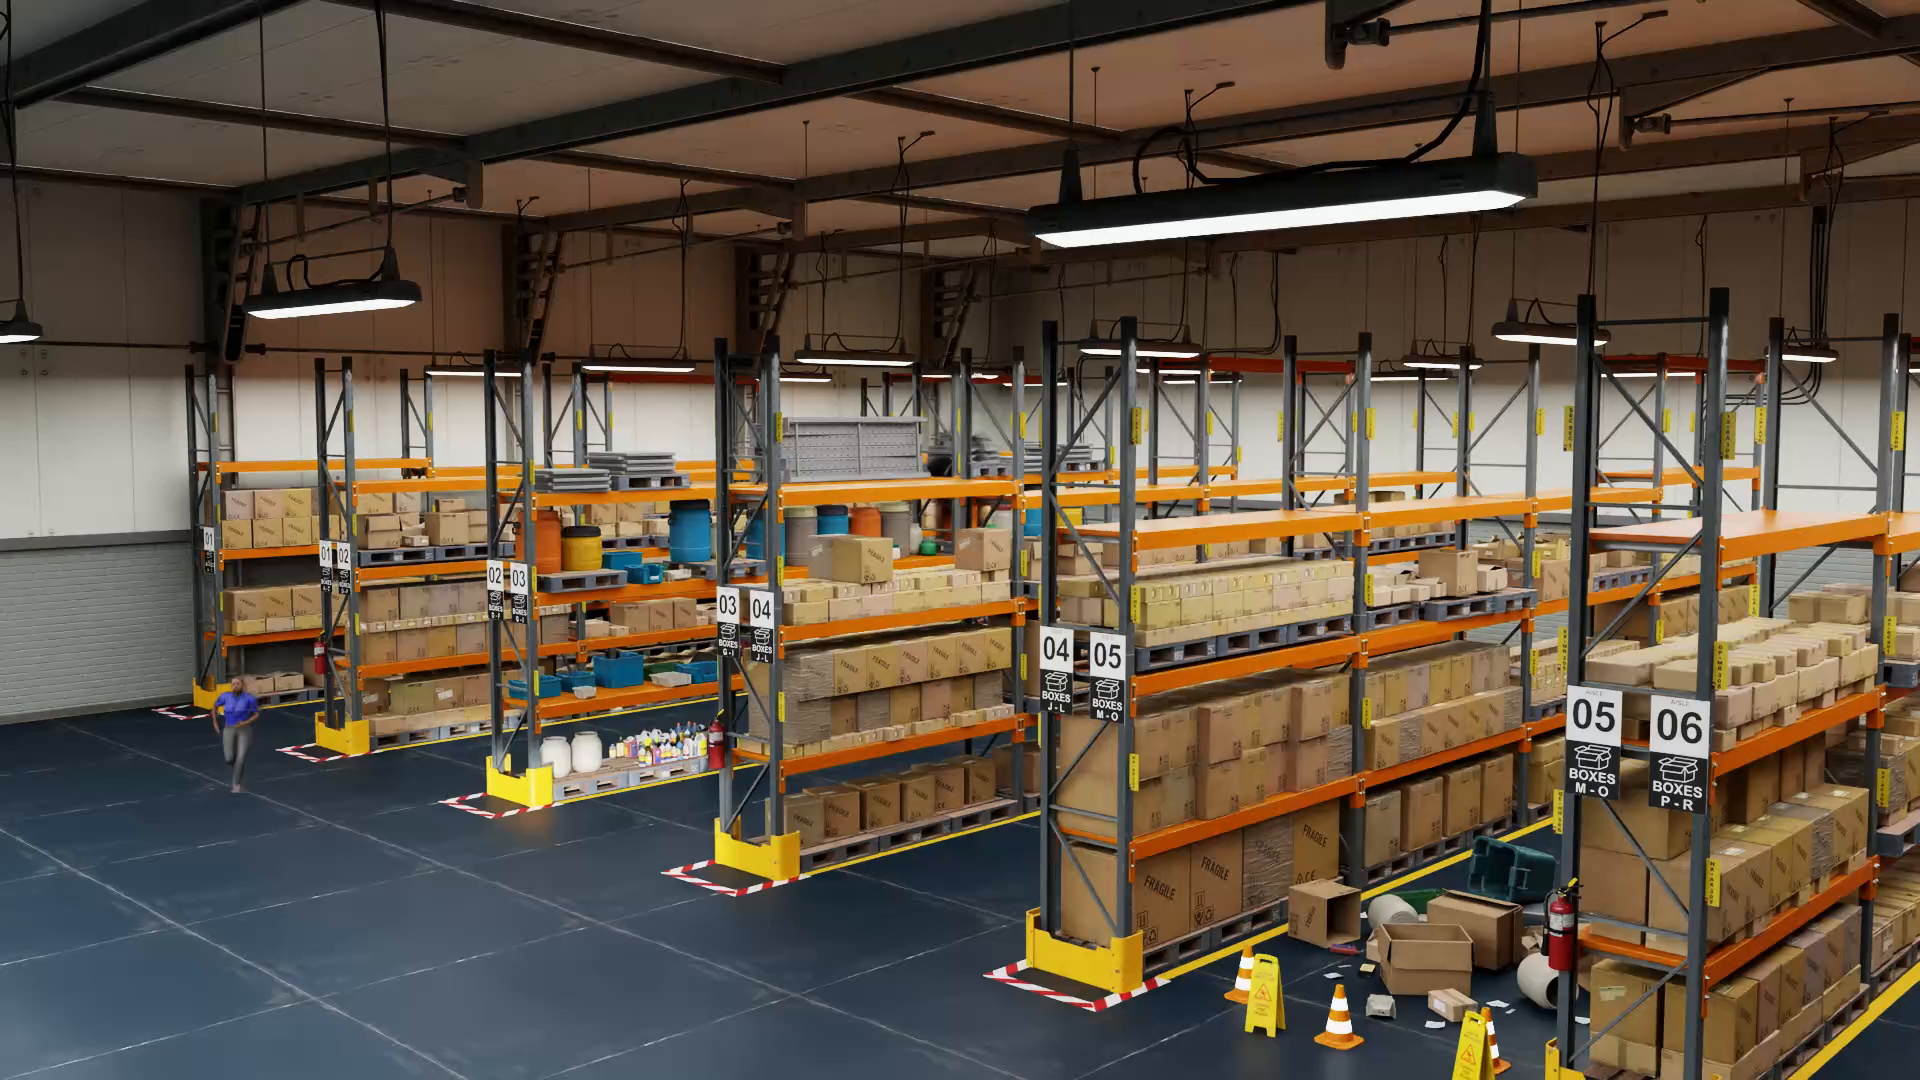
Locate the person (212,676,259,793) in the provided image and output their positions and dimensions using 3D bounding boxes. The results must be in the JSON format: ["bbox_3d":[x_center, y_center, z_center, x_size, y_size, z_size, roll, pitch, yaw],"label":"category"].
[{"bbox_3d":[-9.872,2.651,22.650,0.616,1.594,0.635,-1,5,-15],"label":"person"}]

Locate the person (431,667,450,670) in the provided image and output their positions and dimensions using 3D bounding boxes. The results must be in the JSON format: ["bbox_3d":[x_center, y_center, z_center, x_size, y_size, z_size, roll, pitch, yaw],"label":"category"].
[{"bbox_3d":[-8.947,2.123,28.797,0.544,1.634,0.635,2,5,25],"label":"person"}]
